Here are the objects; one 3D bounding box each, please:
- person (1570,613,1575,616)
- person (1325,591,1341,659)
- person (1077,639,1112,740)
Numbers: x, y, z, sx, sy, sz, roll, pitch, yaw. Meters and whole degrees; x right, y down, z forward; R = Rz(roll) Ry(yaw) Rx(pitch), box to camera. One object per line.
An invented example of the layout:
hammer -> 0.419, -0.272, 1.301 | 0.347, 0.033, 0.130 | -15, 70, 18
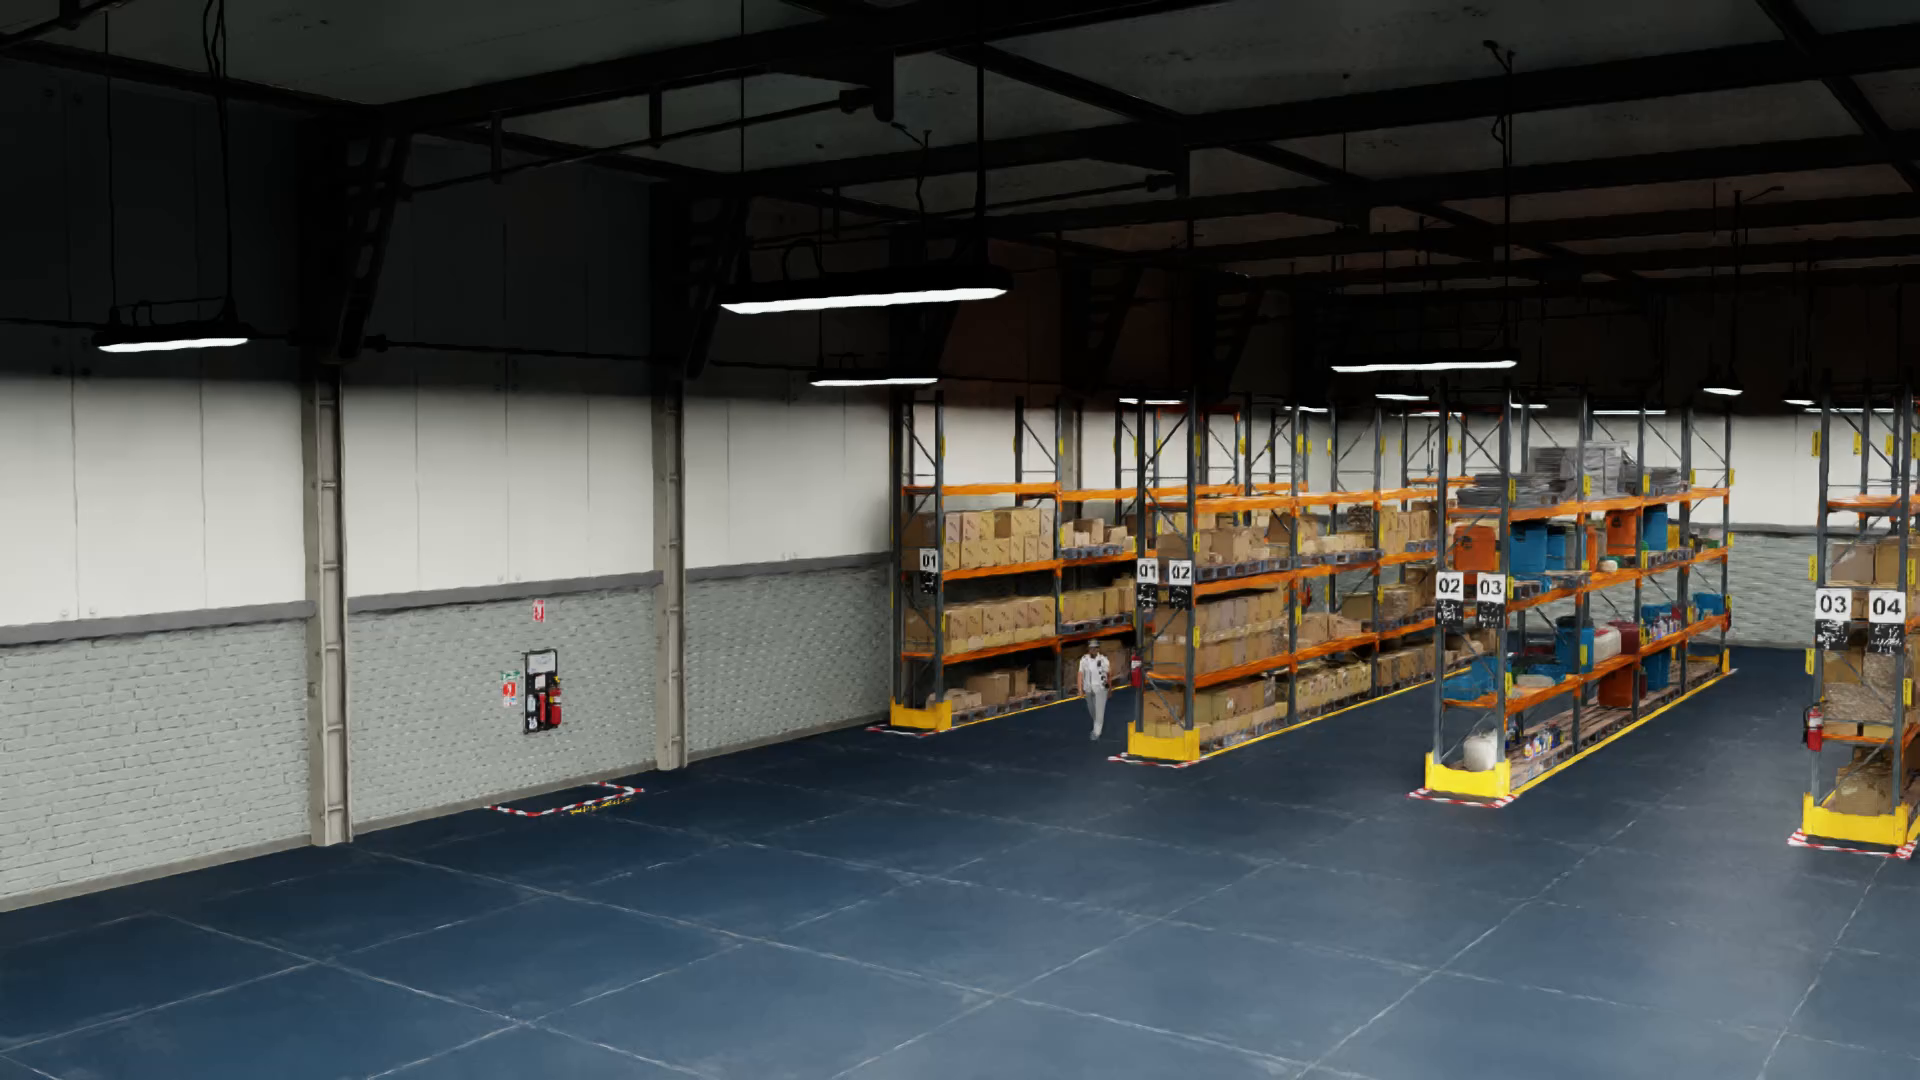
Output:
person -> 12.557, 2.286, 33.910 | 0.639, 1.632, 0.498 | 2, 4, 33
person -> 8.343, 2.006, 37.021 | 0.443, 1.787, 0.600 | 0, 3, 4
person -> 2.285, 2.531, 28.444 | 0.530, 1.707, 1.036 | 2, 4, 27
